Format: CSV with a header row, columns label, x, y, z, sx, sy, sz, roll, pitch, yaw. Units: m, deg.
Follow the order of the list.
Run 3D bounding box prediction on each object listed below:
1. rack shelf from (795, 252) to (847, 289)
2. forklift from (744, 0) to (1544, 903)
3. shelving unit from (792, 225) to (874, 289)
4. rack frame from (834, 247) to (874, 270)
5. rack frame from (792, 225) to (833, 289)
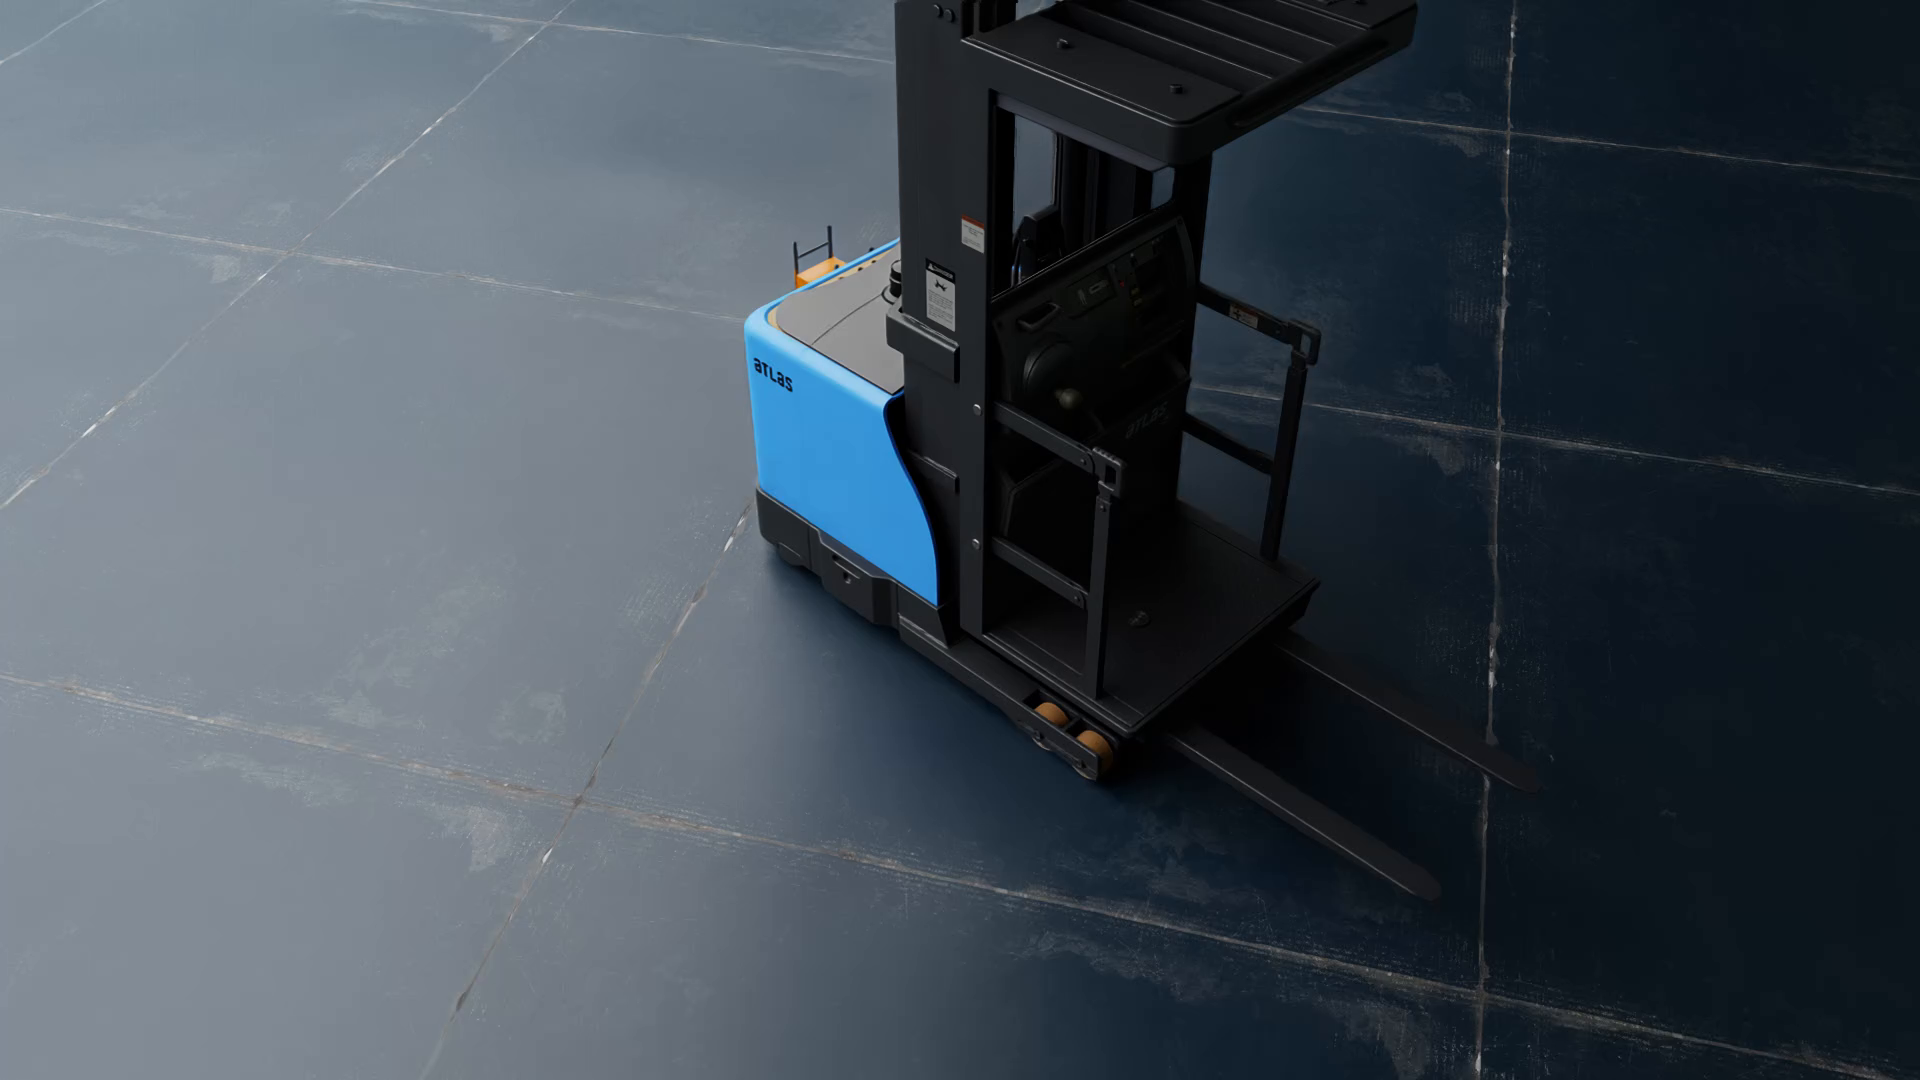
label,x,y,z,sx,sy,sz,roll,pitch,yaw
rack shelf,-0.497,-0.958,6.649,0.240,0.259,0.215,32,50,32
forklift,0.599,-0.677,5.277,3.031,2.935,1.130,32,50,32
shelving unit,-0.497,-0.749,6.825,0.252,1.050,0.215,32,50,32
rack frame,-0.409,-0.694,6.760,0.008,1.050,0.200,32,50,32
rack frame,-0.584,-0.803,6.890,0.008,1.050,0.200,32,50,32
